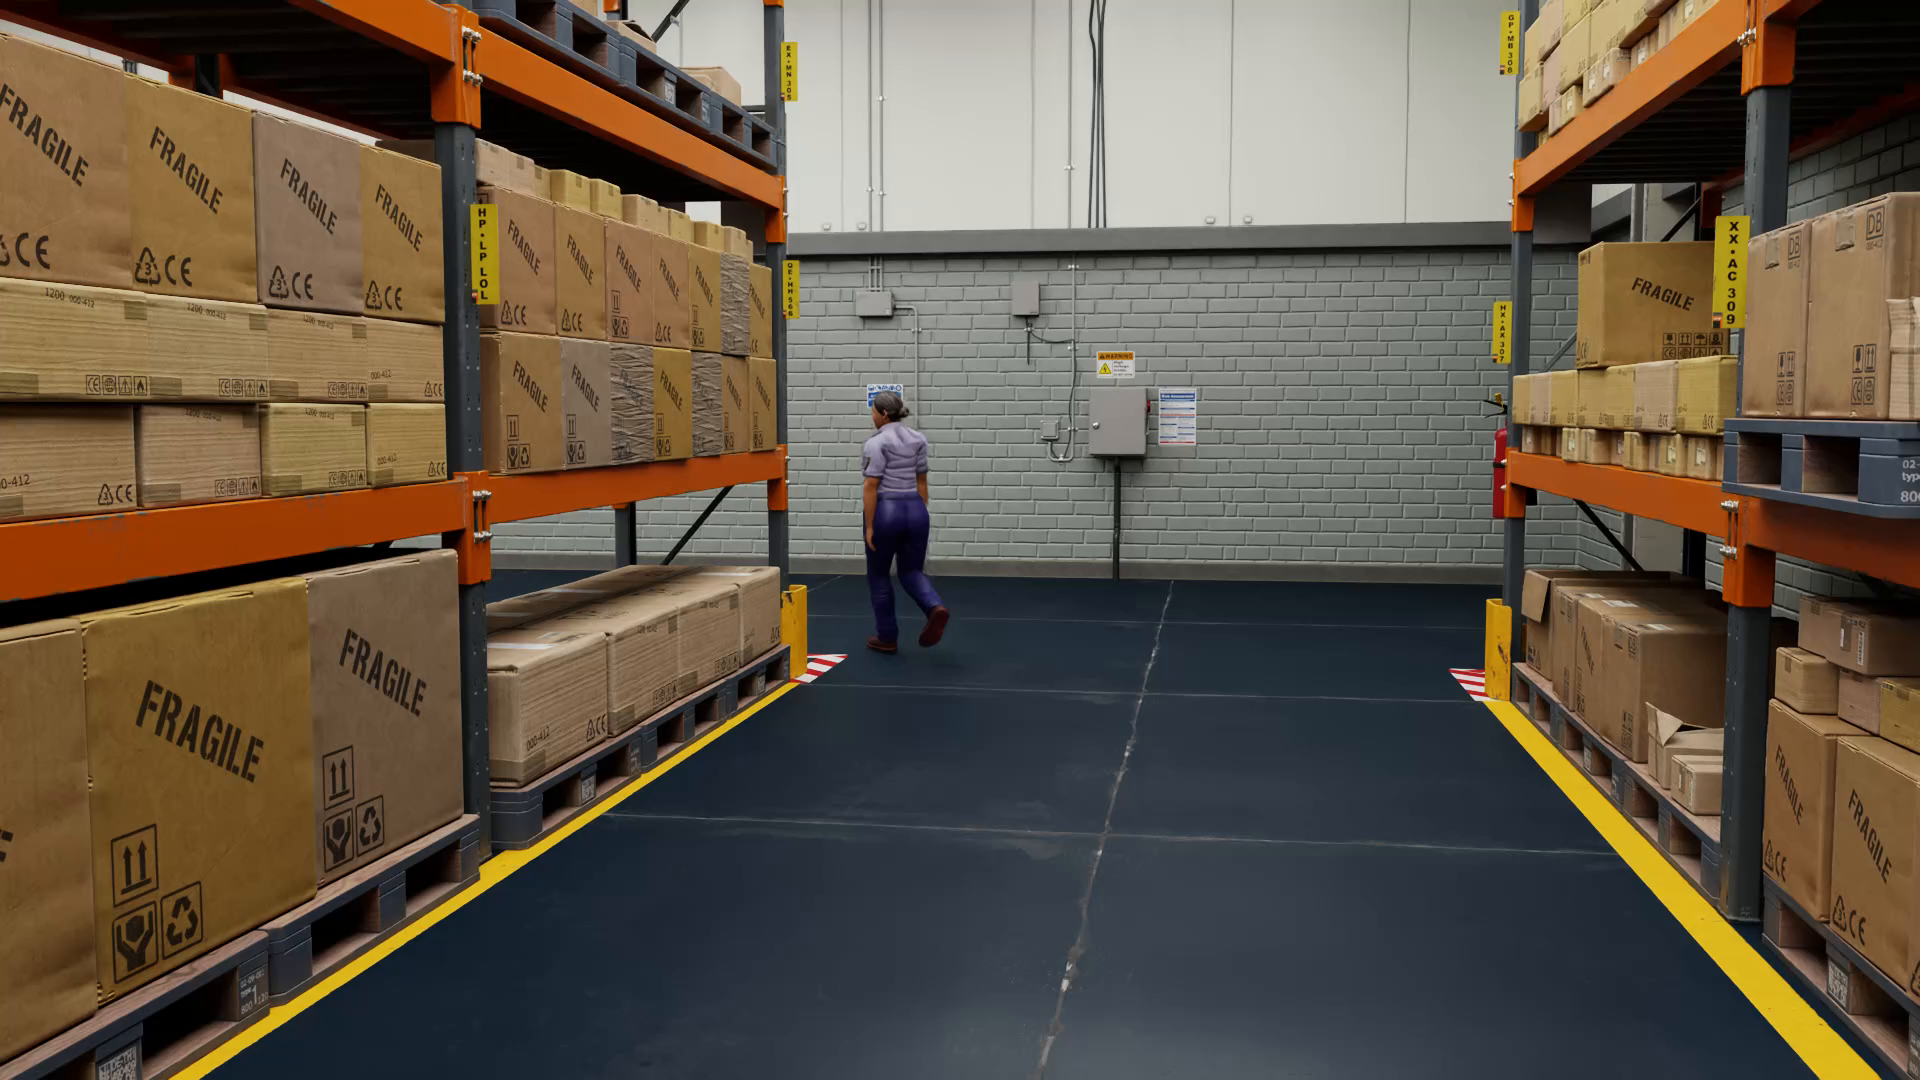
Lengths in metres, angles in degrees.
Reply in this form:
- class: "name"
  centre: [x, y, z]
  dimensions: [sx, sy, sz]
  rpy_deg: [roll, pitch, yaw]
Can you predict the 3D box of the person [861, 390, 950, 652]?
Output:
- class: "person"
  centre: [-0.389, -0.107, 10.248]
  dimensions: [0.495, 1.624, 0.703]
  rpy_deg: [-3, 5, -33]
